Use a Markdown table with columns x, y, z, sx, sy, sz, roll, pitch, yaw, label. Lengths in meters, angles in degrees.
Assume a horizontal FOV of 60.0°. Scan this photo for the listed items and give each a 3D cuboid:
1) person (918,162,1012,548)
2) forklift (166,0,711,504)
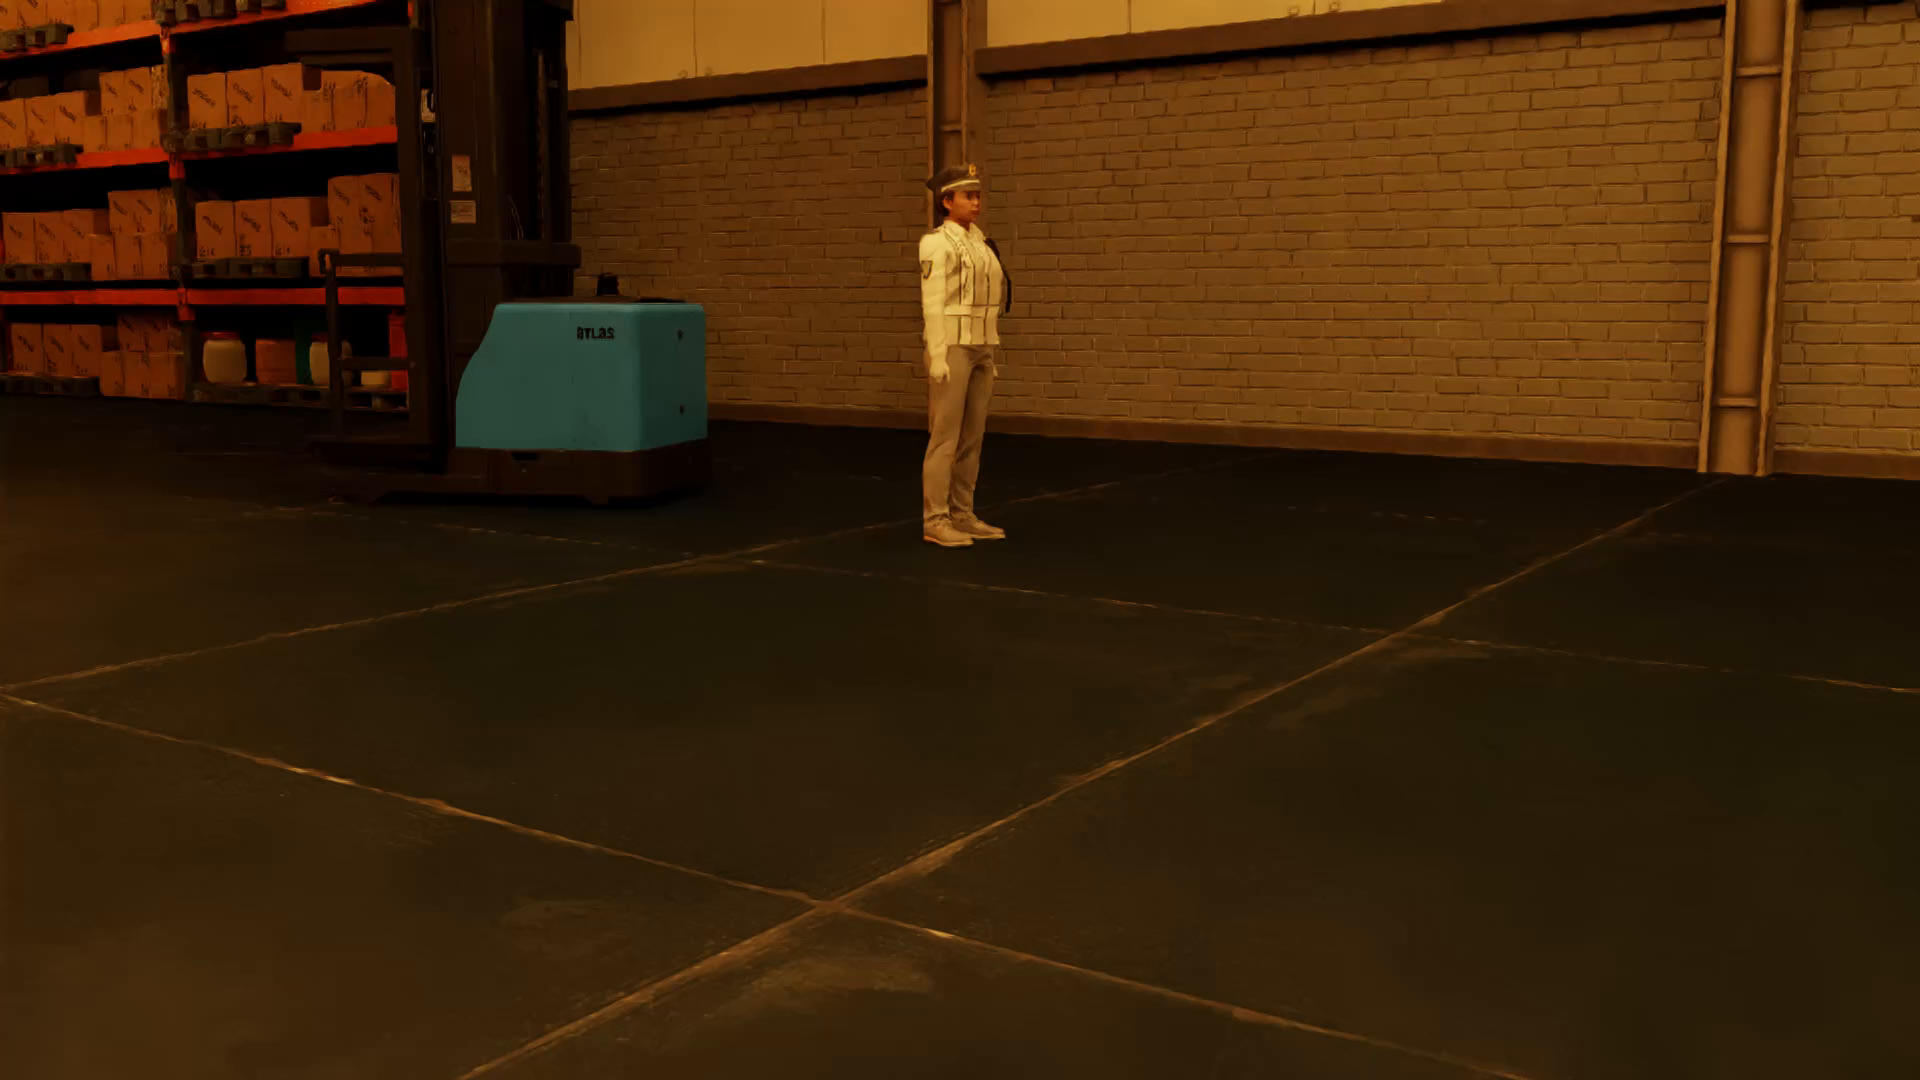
| x | y | z | sx | sy | sz | roll | pitch | yaw | label |
| --- | --- | --- | --- | --- | --- | --- | --- | --- | --- |
| 0.013 | -0.834 | 7.478 | 0.337 | 1.692 | 0.463 | 5 | 10 | 34 | person |
| -3.008 | -1.725 | 9.322 | 3.031 | 2.935 | 1.130 | 2 | 8 | 14 | forklift |
